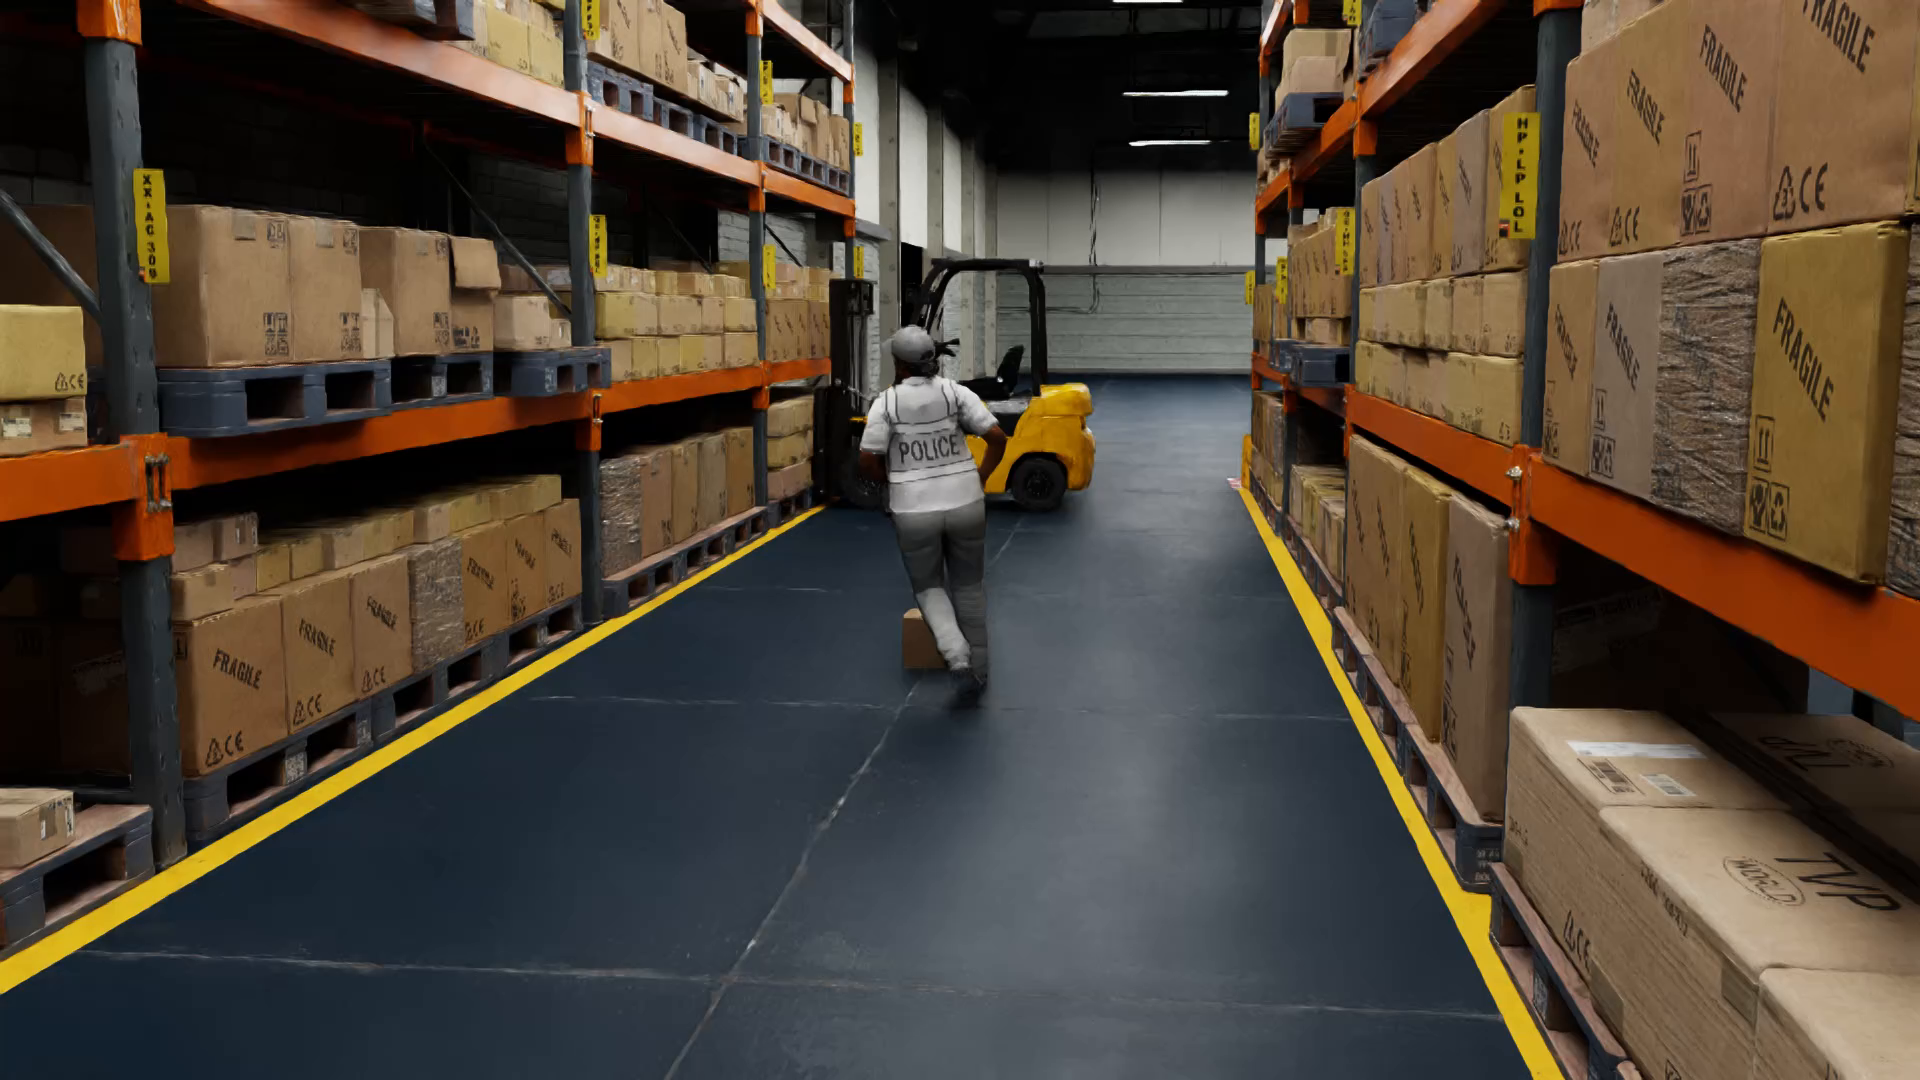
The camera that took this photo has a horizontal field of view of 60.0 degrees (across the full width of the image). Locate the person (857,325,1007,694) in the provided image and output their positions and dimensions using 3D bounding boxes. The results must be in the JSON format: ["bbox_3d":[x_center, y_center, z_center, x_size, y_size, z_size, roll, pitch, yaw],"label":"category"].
[{"bbox_3d":[-0.148,-0.122,7.272,0.633,1.627,0.675,-2,8,-12],"label":"person"}]
